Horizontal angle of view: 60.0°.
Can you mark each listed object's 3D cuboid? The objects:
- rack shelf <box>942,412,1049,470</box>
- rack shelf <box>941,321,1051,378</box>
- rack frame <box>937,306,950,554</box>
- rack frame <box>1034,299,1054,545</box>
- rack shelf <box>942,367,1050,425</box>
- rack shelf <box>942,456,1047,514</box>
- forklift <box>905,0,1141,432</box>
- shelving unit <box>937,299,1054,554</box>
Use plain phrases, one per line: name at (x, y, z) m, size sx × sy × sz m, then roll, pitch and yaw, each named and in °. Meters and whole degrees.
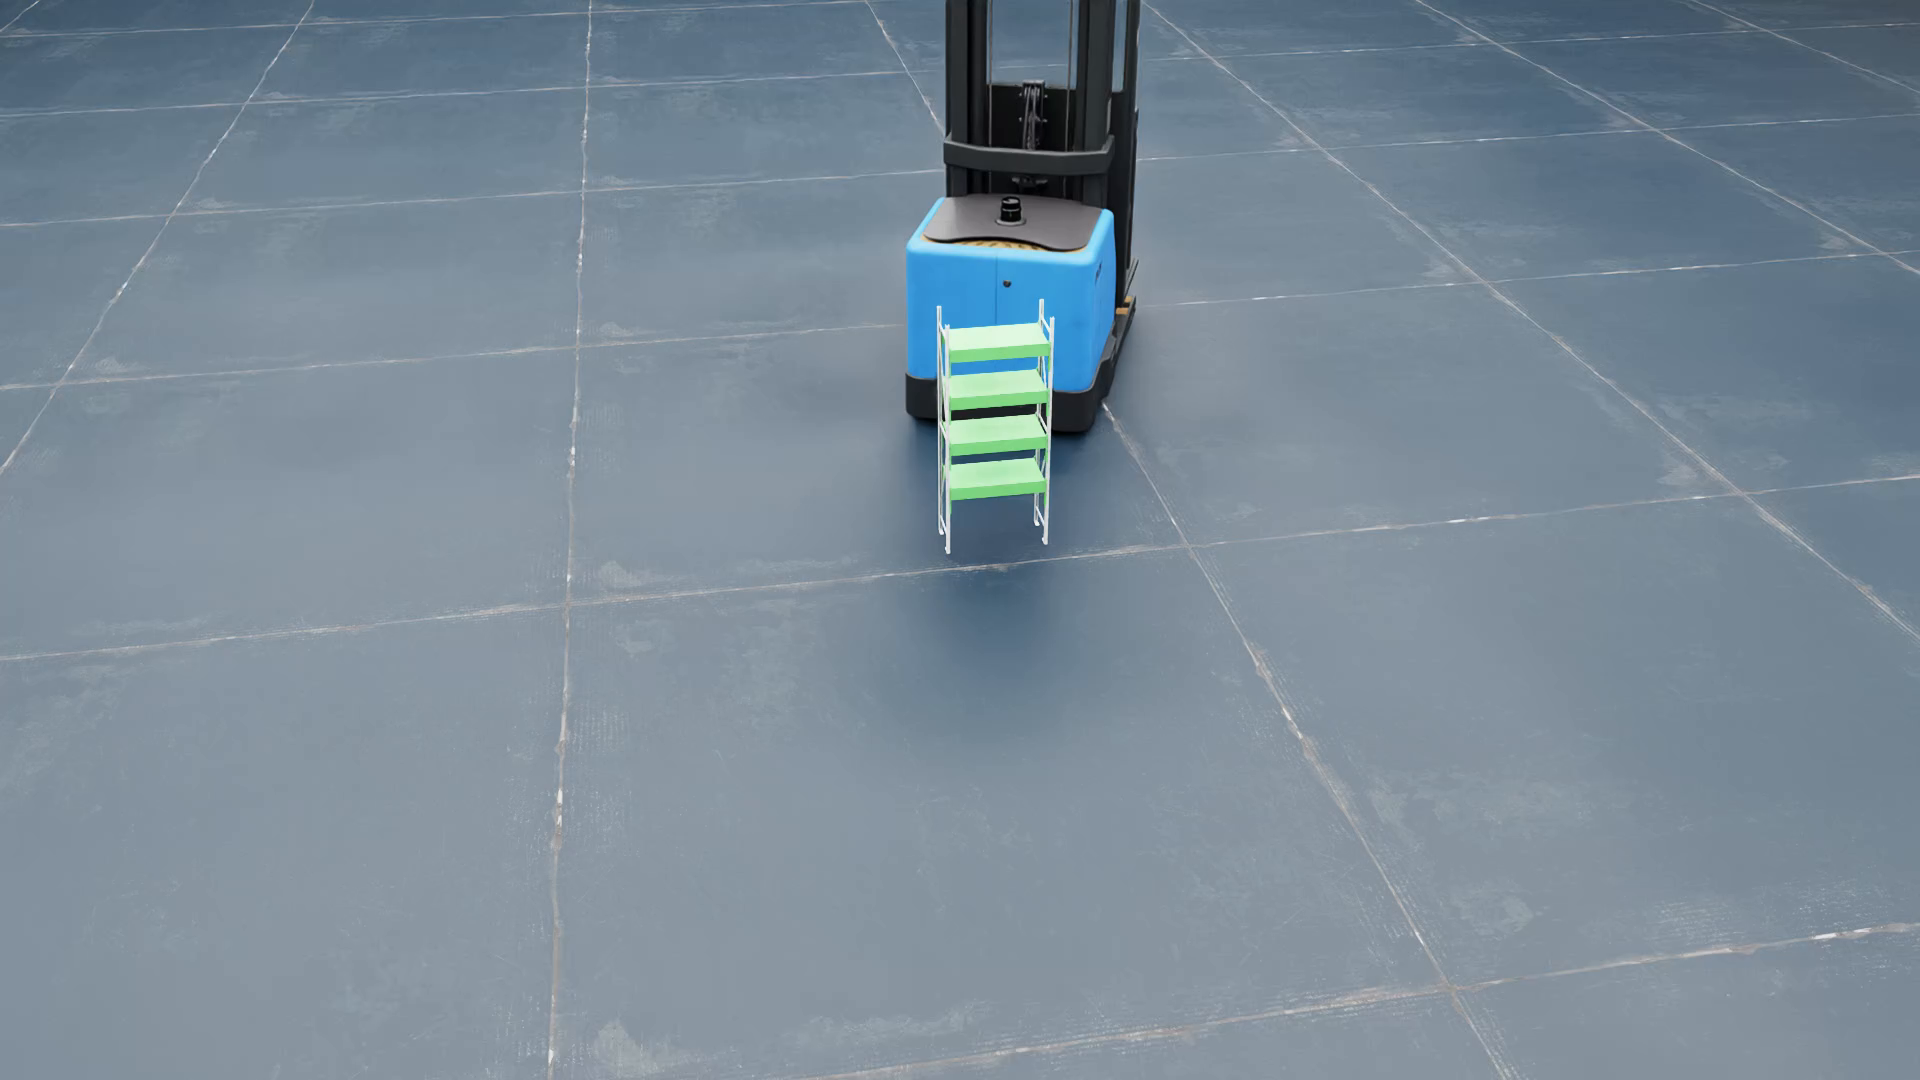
rack shelf at (0.163, -0.477, 8.004) m, size 0.480 × 0.148 × 0.258 m, roll -5°, pitch 31°, yaw -9°
rack shelf at (0.163, -0.891, 7.761) m, size 0.480 × 0.148 × 0.258 m, roll -5°, pitch 31°, yaw -9°
rack frame at (-0.077, -0.510, 7.934) m, size 0.015 × 1.200 × 0.240 m, roll -5°, pitch 31°, yaw -9°
rack frame at (0.403, -0.555, 8.009) m, size 0.015 × 1.200 × 0.240 m, roll -5°, pitch 31°, yaw -9°
rack shelf at (0.163, -0.684, 7.882) m, size 0.480 × 0.148 × 0.258 m, roll -5°, pitch 31°, yaw -9°
rack shelf at (0.163, -0.270, 8.126) m, size 0.480 × 0.148 × 0.258 m, roll -5°, pitch 31°, yaw -9°
forklift at (0.510, -2.589, 9.761) m, size 1.130 × 2.935 × 3.031 m, roll 6°, pitch 31°, yaw 11°
shelving unit at (0.163, -0.532, 7.972) m, size 0.503 × 1.200 × 0.258 m, roll -5°, pitch 31°, yaw -9°
